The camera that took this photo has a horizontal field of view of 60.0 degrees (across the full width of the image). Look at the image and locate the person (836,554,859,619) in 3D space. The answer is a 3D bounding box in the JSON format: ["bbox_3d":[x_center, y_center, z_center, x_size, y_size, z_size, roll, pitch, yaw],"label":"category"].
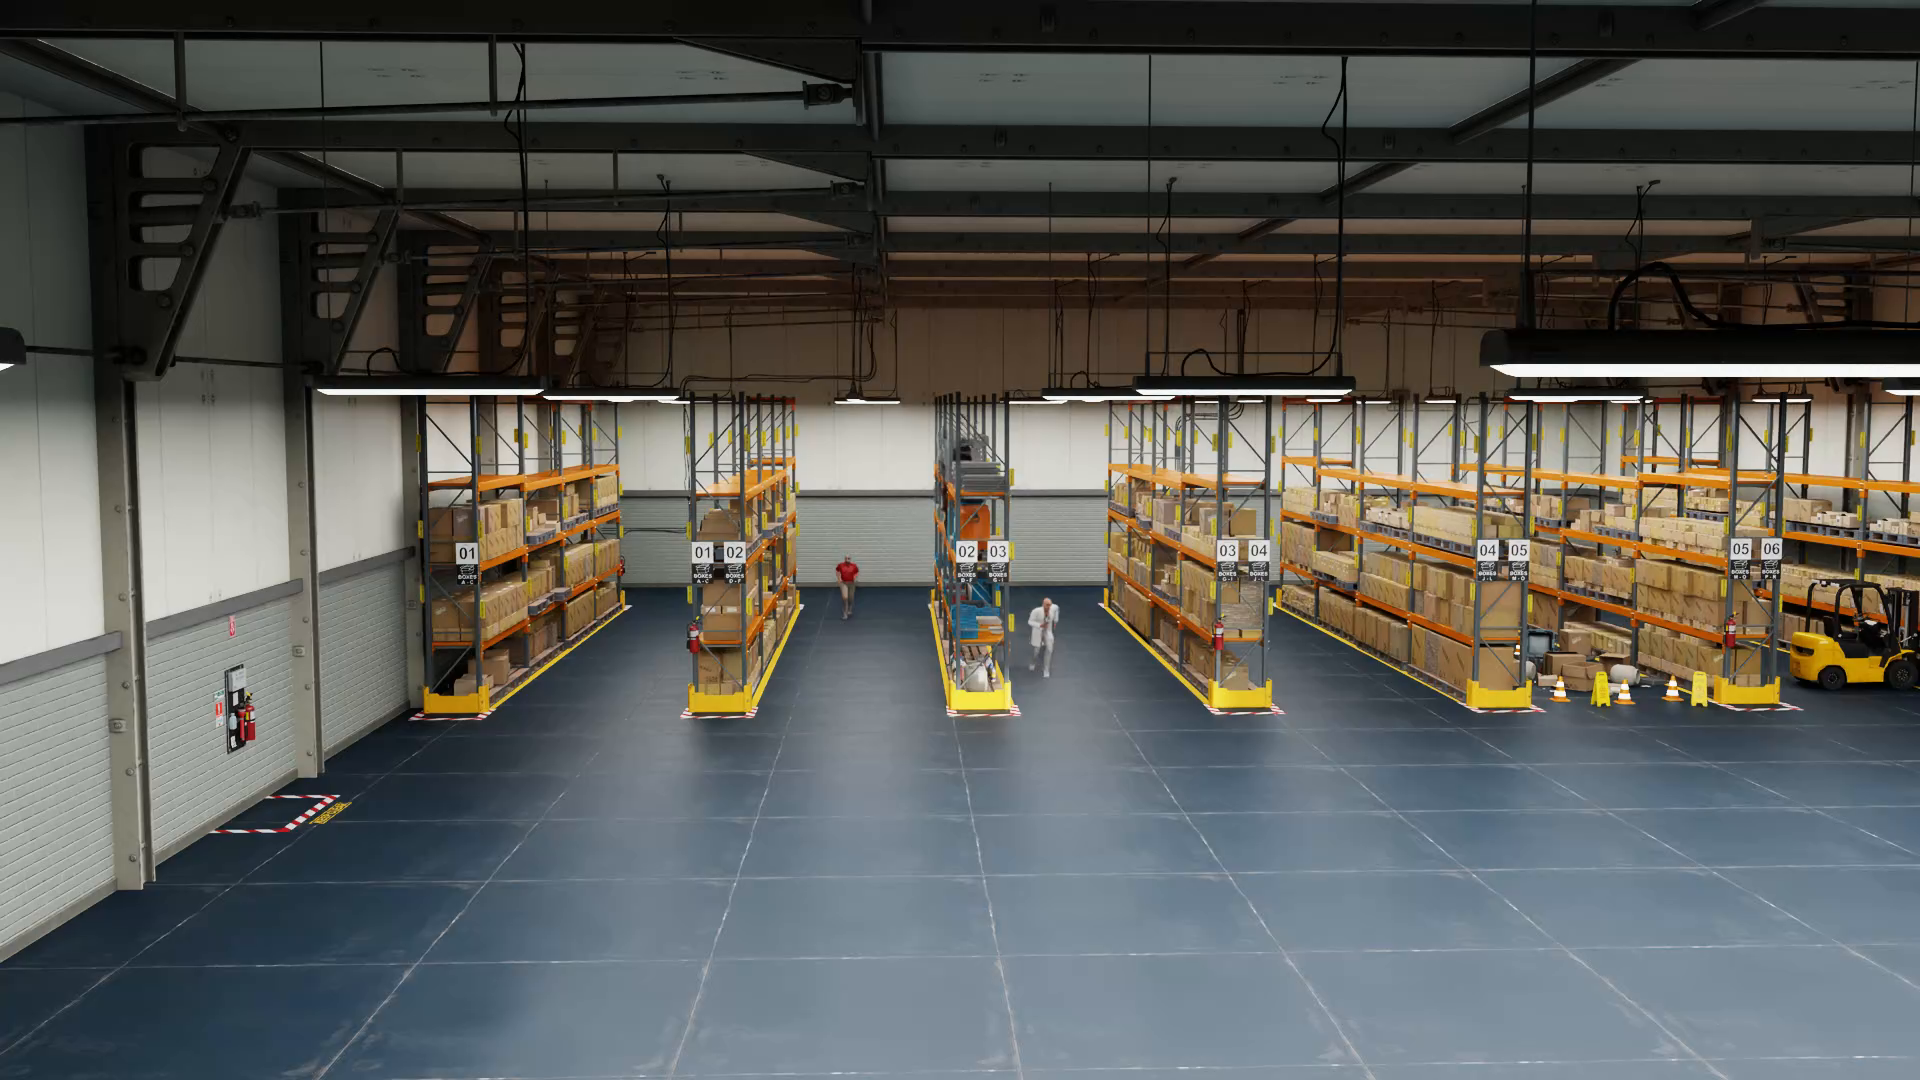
[{"bbox_3d":[-3.046,1.271,45.217,0.594,1.785,0.889,-1,5,-16],"label":"person"}]

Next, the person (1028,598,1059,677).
[{"bbox_3d":[1.744,2.070,35.550,0.753,1.737,1.073,-2,5,-19],"label":"person"}]
